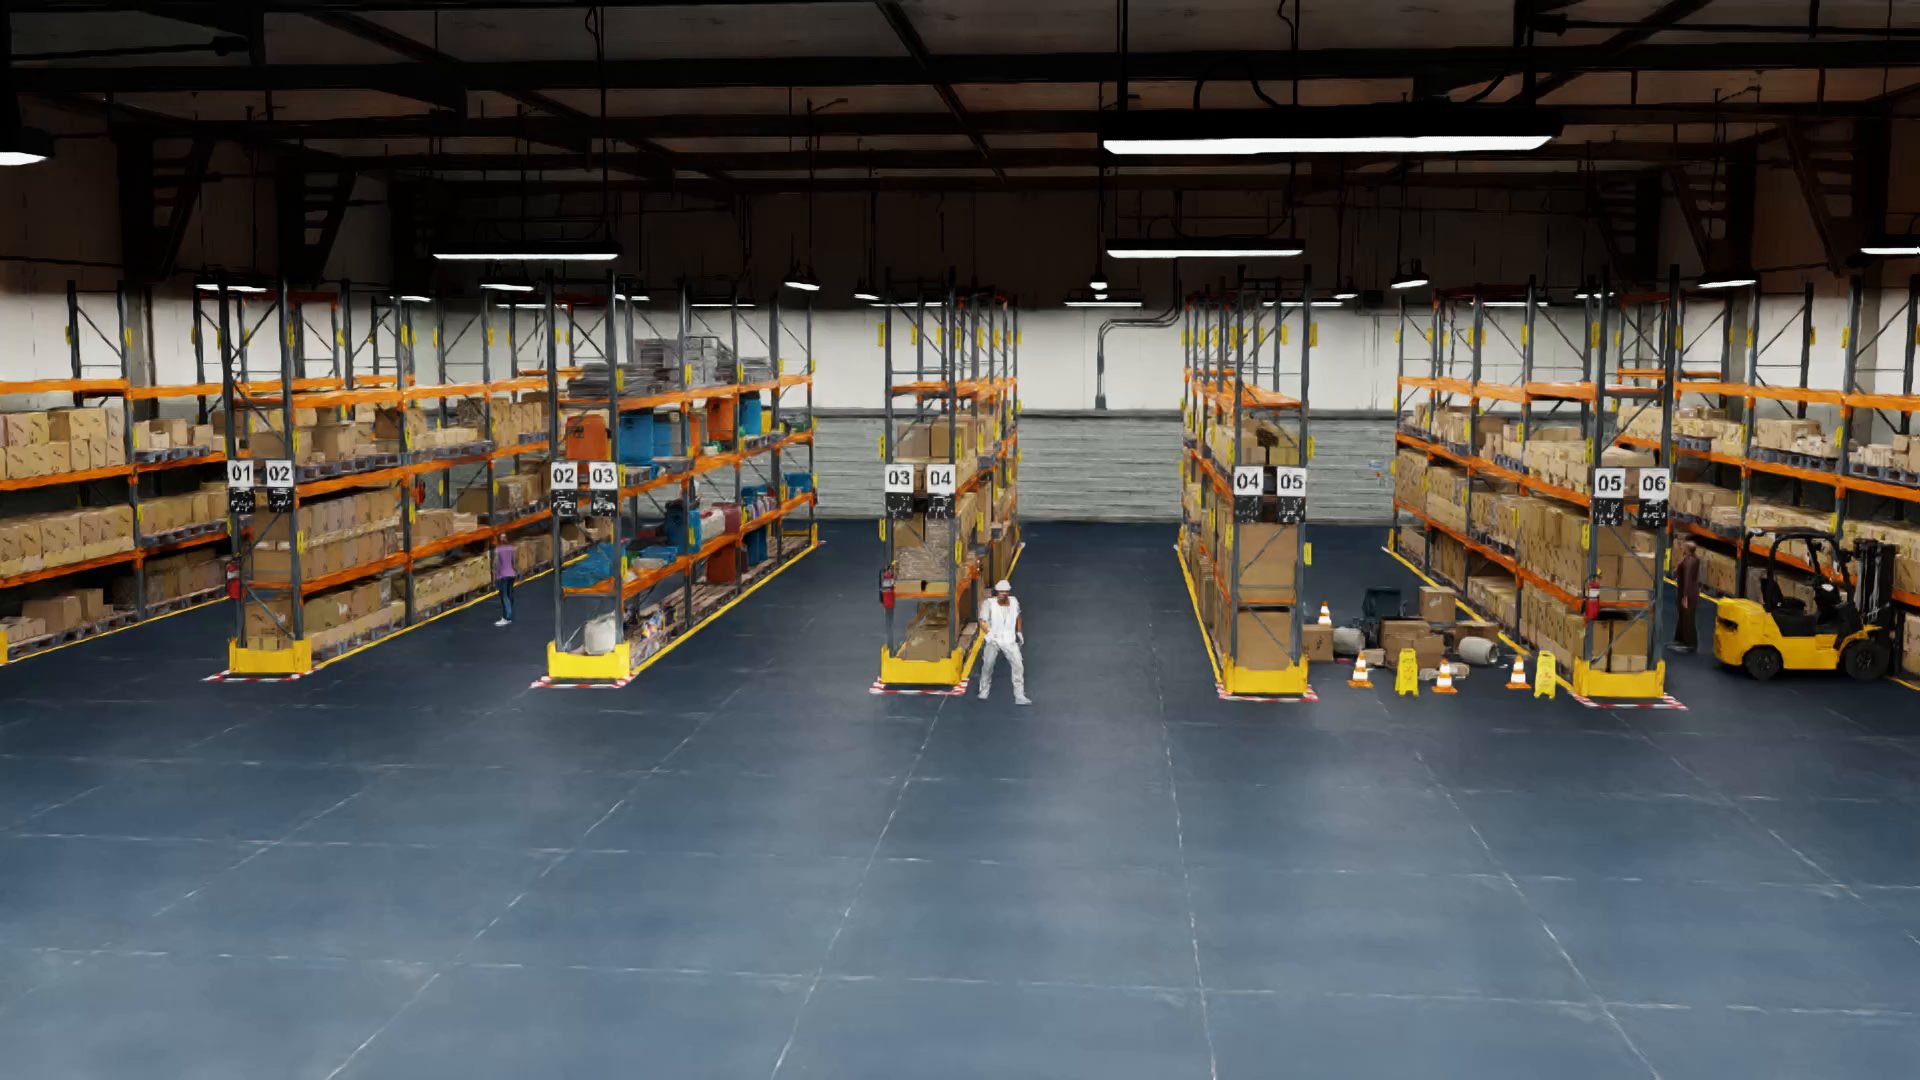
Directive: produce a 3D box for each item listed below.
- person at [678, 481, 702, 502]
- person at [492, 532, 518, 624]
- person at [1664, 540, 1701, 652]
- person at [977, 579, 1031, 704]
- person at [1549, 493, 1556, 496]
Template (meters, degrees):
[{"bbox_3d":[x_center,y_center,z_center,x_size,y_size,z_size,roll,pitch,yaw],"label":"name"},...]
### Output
[{"bbox_3d":[-6.888,-0.937,42.414,0.625,1.611,0.575,0,7,3],"label":"person"},{"bbox_3d":[-8.002,0.658,29.196,0.527,1.592,0.522,5,9,36],"label":"person"},{"bbox_3d":[11.579,0.881,26.588,0.551,1.782,0.636,5,8,34],"label":"person"},{"bbox_3d":[0.566,1.376,22.853,0.692,1.723,0.846,-1,7,-12],"label":"person"},{"bbox_3d":[14.313,-0.683,39.730,0.540,1.759,0.658,-3,7,-22],"label":"person"}]
